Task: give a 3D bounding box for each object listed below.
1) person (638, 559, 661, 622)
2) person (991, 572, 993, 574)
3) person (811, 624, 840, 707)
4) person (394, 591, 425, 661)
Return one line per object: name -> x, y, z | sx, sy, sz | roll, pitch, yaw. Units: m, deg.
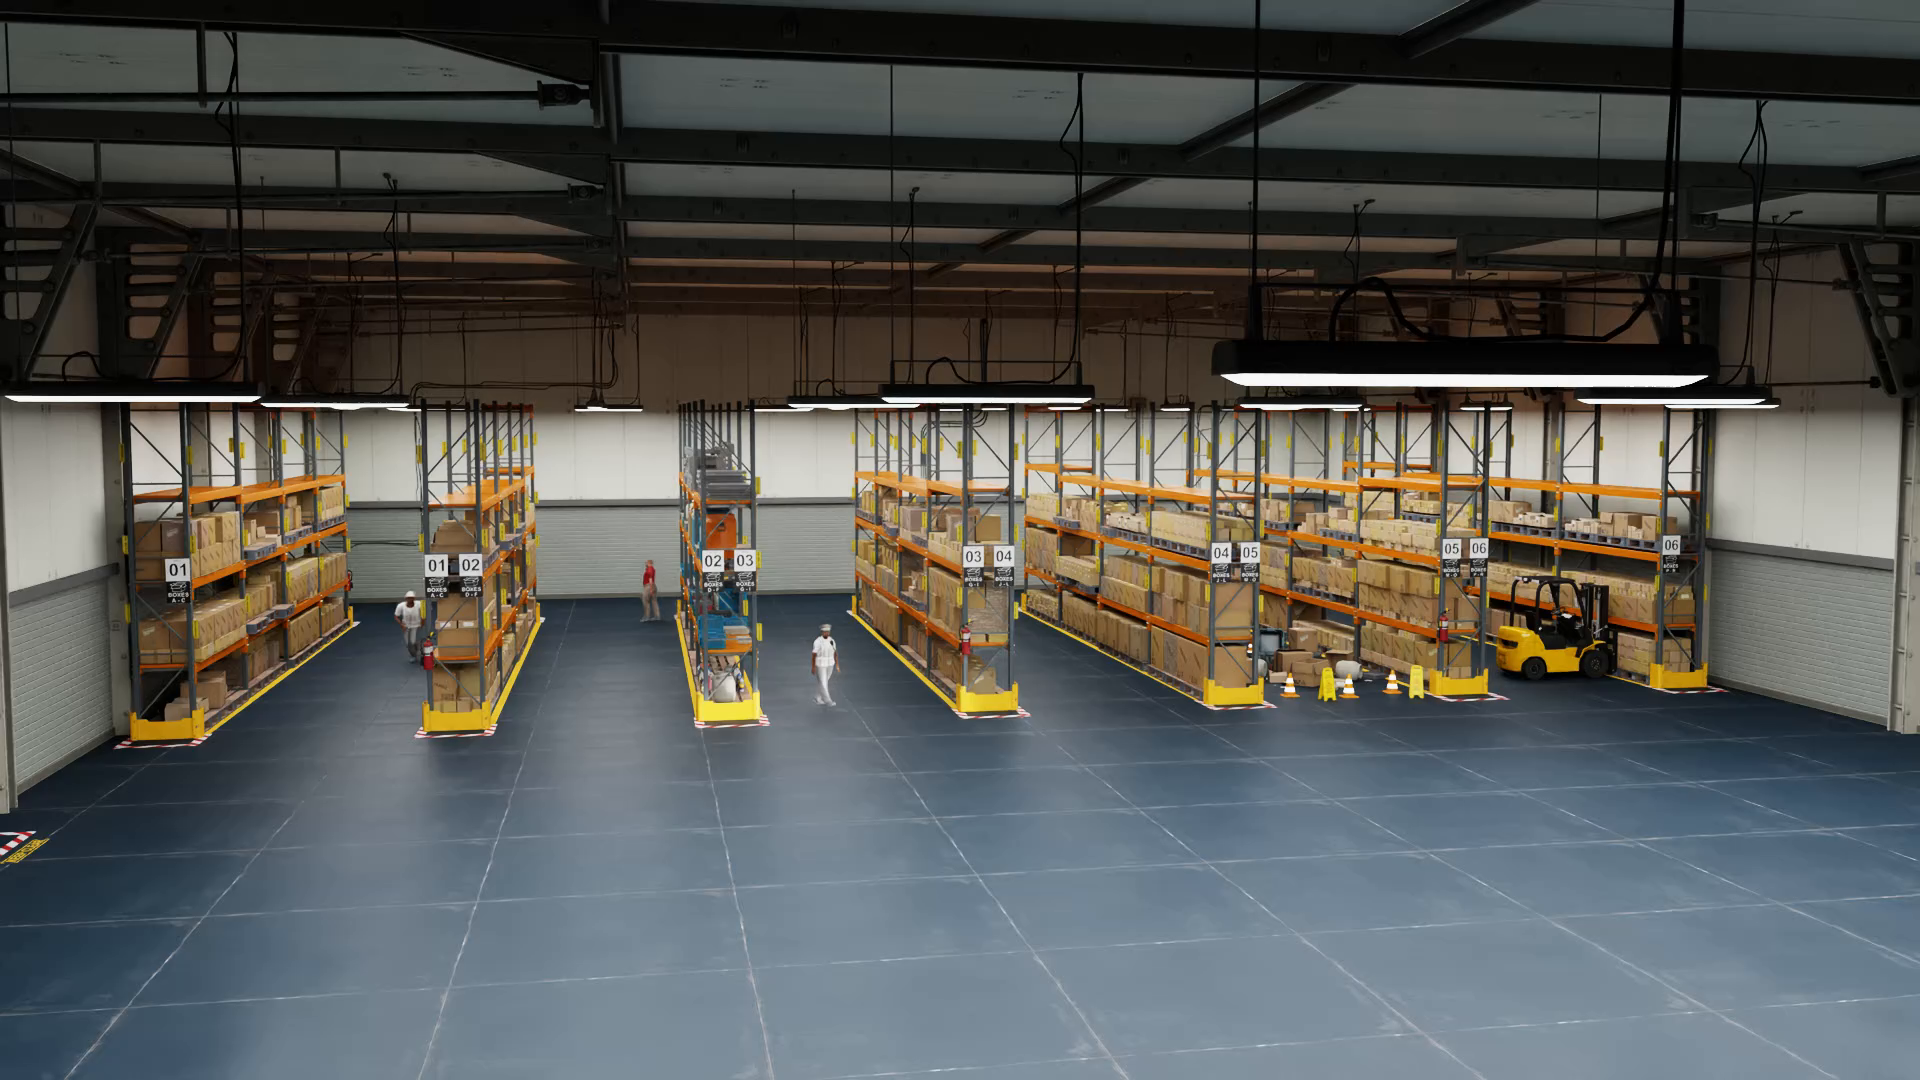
person -> -8.601, 1.407, 46.117 | 0.633, 1.775, 0.577 | 1, 4, 10
person -> 1.237, 0.972, 52.096 | 0.455, 1.656, 0.933 | -4, 6, -44
person -> -2.604, 2.445, 32.373 | 0.491, 1.621, 1.051 | -4, 6, -41
person -> -12.674, 1.996, 38.384 | 0.660, 1.666, 0.700 | 0, 4, -2
